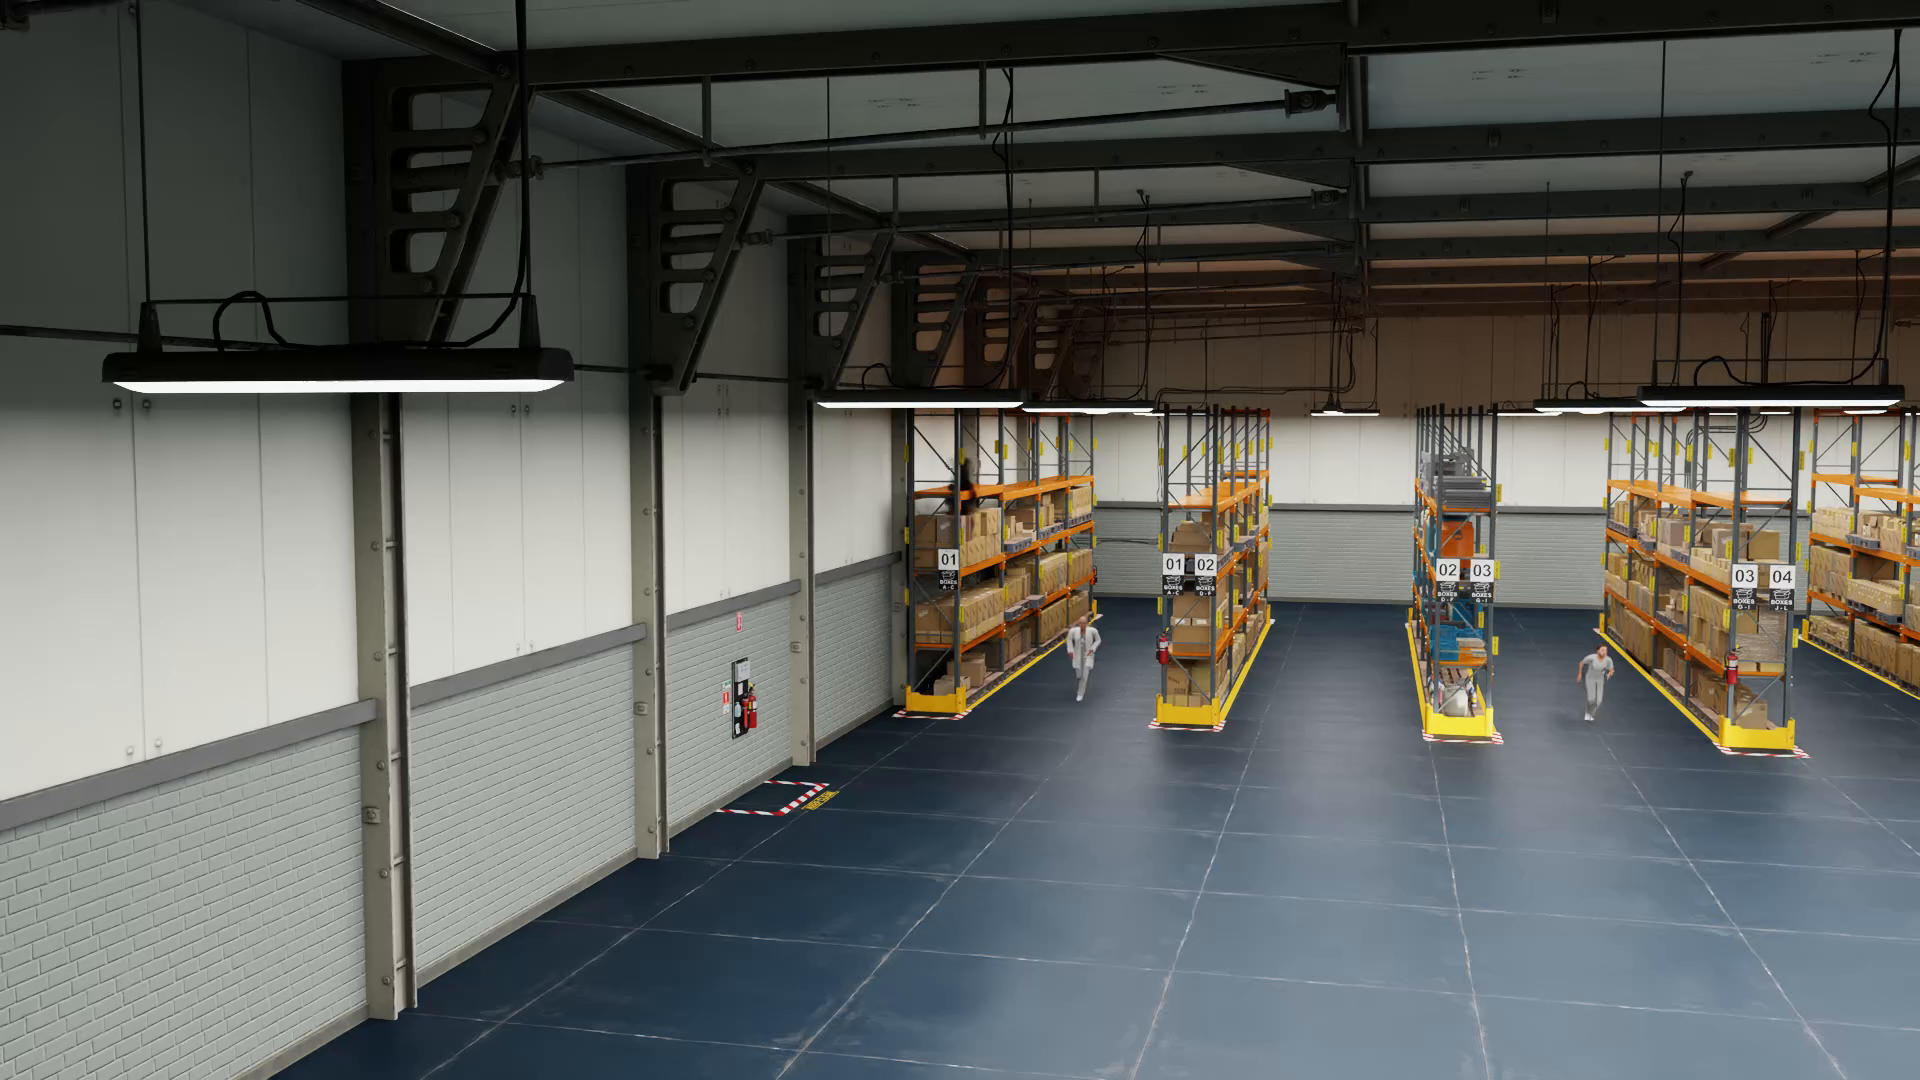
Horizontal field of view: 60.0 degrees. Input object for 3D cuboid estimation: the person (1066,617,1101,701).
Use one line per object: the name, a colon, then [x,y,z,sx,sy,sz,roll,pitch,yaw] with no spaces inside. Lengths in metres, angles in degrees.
person: [2.531,2.408,34.100,0.705,1.725,0.825,0,4,2]

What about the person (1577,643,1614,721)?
person: [11.988,2.683,31.311,0.560,1.534,0.824,0,4,-2]
